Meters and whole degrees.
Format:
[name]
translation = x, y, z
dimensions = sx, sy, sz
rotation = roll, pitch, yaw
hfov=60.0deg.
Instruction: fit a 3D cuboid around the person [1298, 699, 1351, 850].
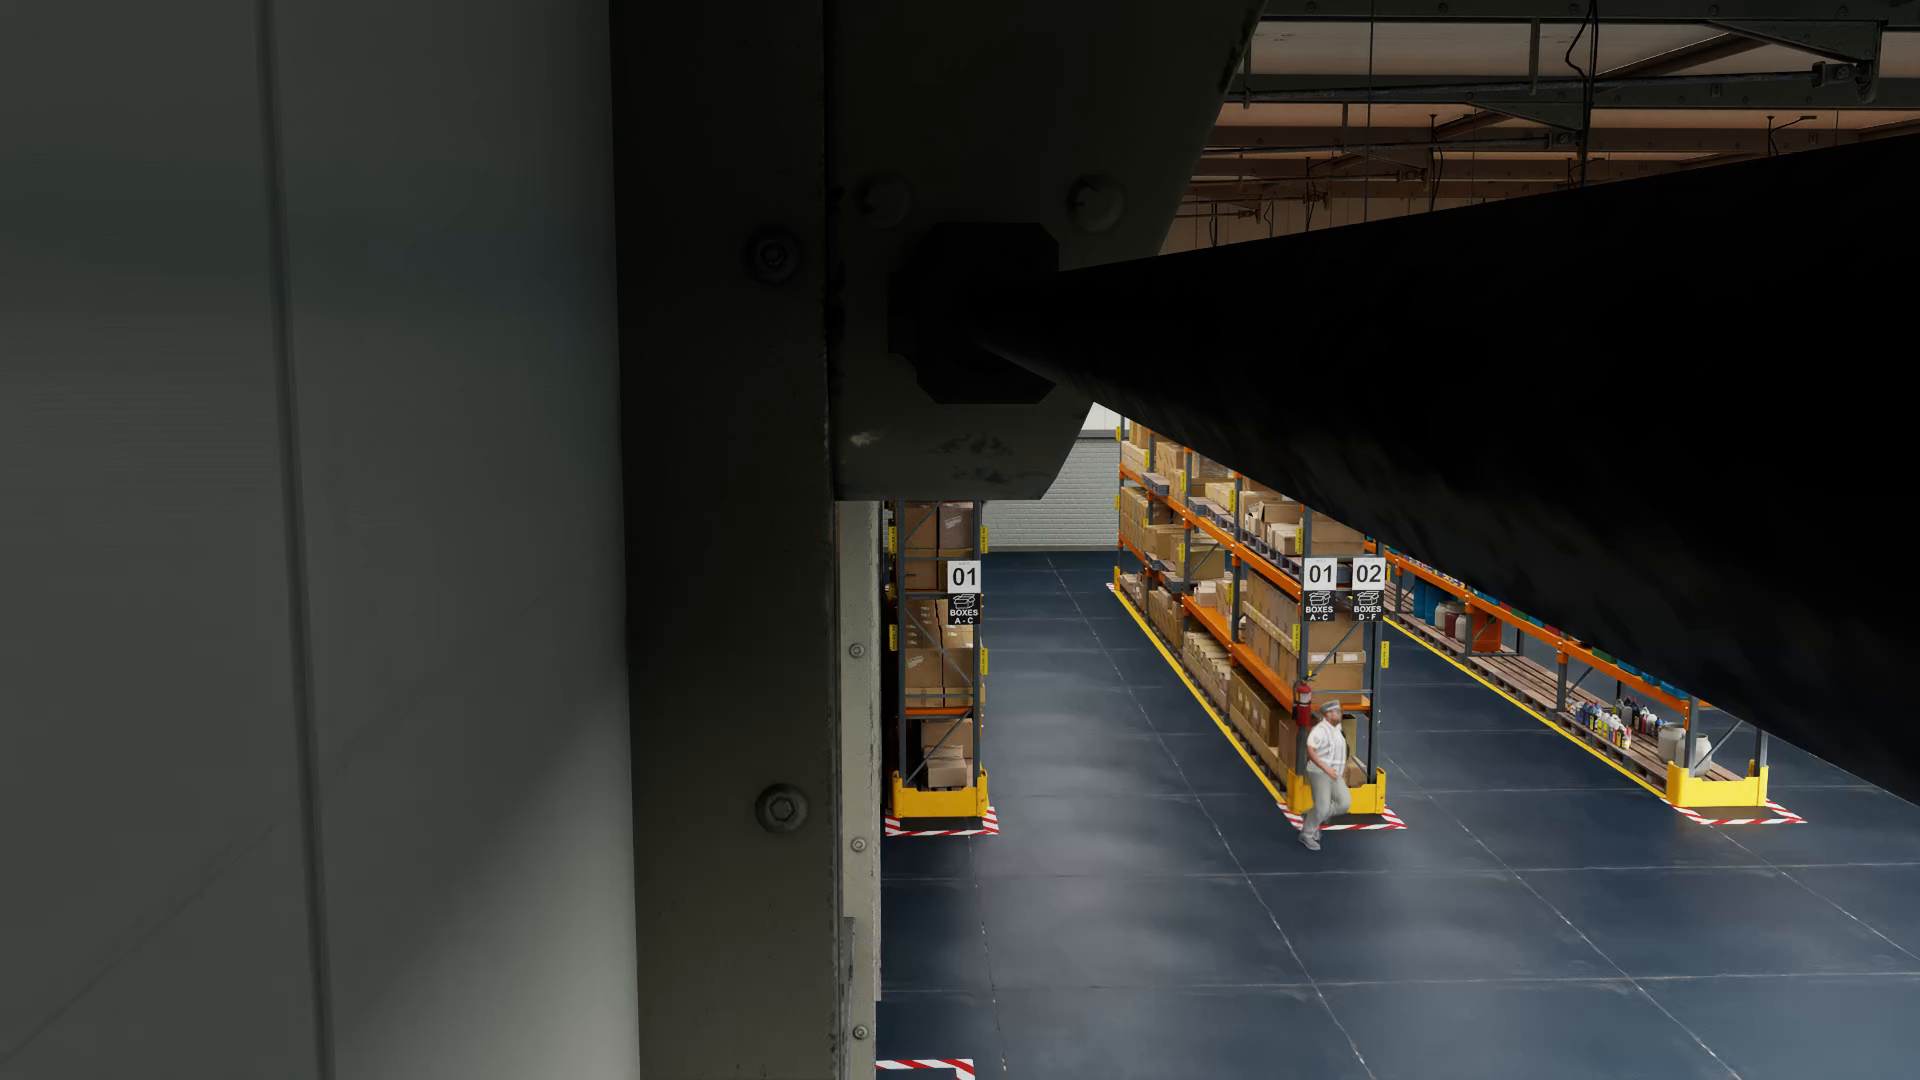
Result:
[person]
translation = 4.321, 2.689, 19.383
dimensions = 0.514, 1.683, 0.720
rotation = 8, 11, 44
